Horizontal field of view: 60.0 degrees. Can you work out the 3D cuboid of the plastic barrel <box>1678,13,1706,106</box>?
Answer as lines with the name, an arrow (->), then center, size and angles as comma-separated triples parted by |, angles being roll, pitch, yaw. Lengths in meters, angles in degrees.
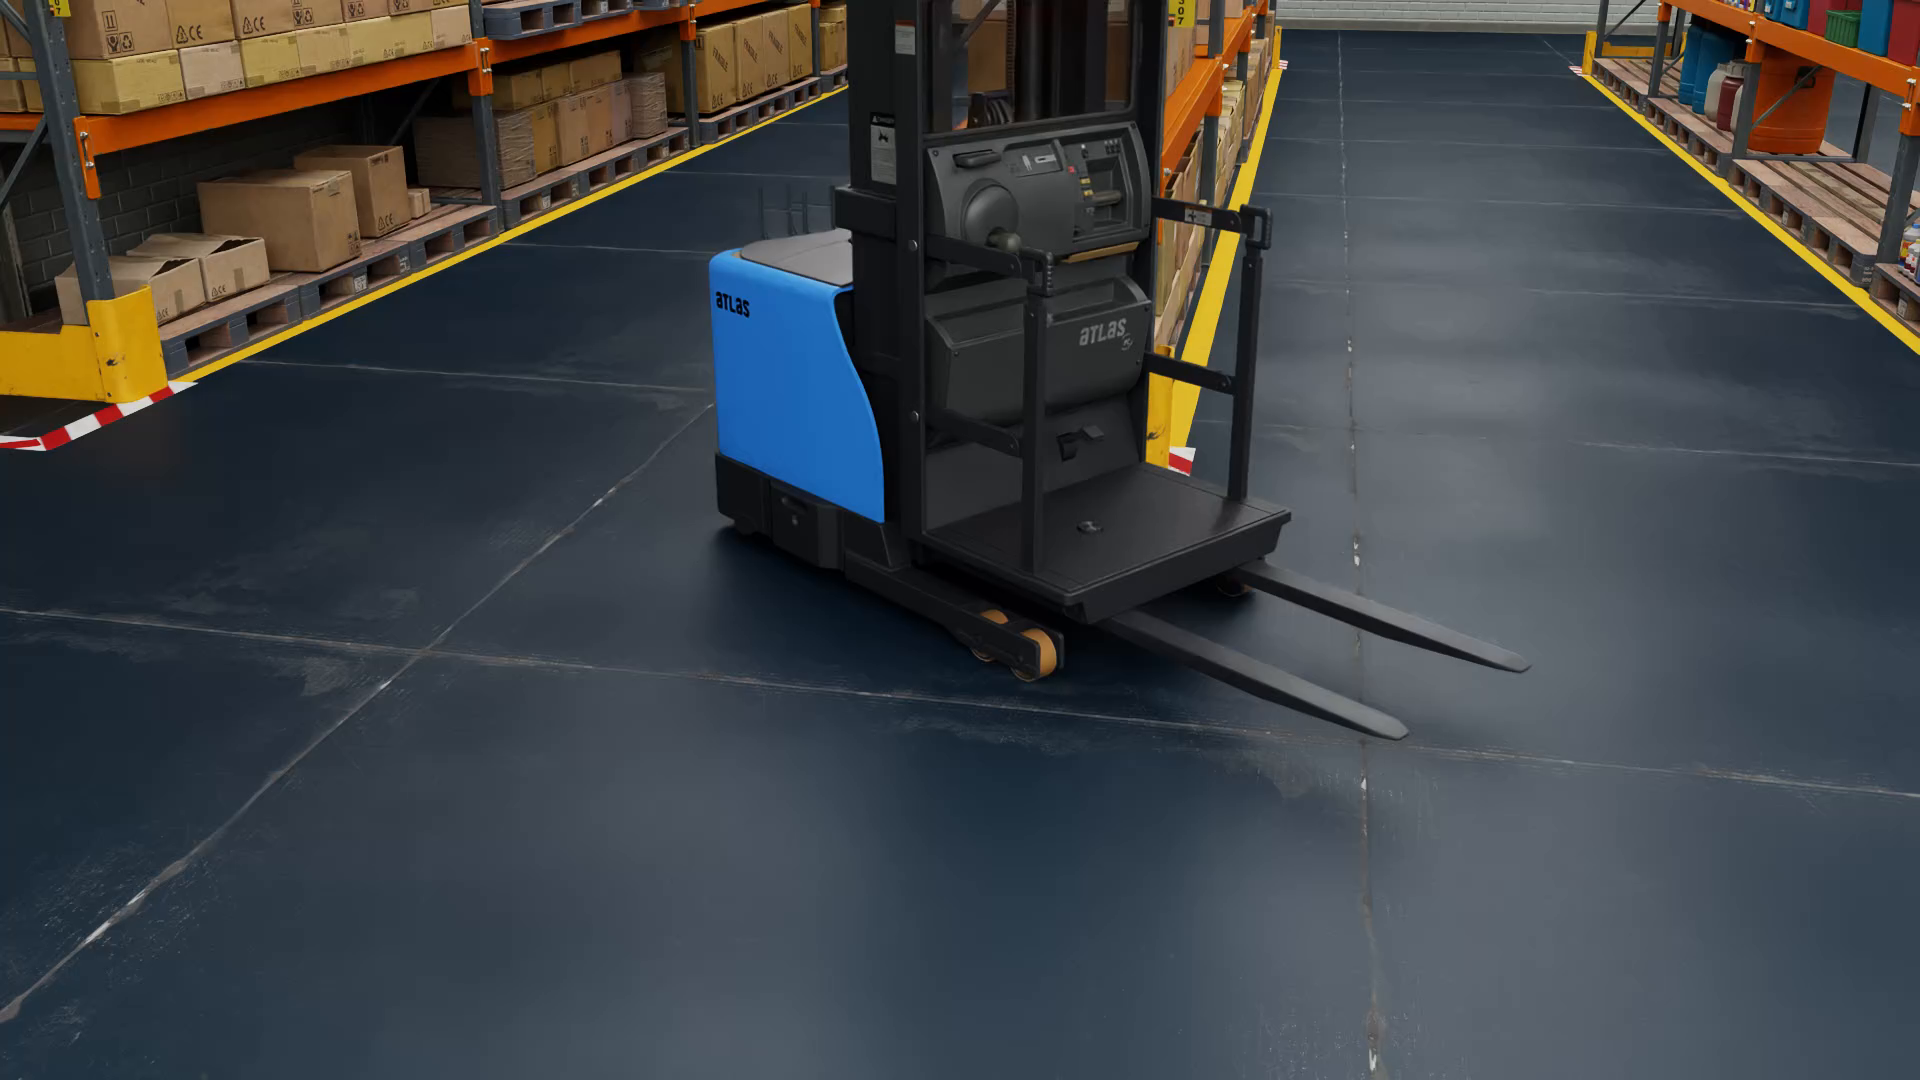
plastic barrel -> 7.484, -4.779, 16.451 | 0.600, 0.901, 0.708 | 4, 22, 11

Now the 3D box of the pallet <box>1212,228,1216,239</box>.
pallet -> 1.243, -2.187, 11.502 | 1.003, 0.211, 1.213 | 4, 22, 11

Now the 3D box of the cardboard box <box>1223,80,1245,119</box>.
cardboard box -> 2.081, -3.640, 13.745 | 0.500, 0.311, 0.500 | 5, 22, 12

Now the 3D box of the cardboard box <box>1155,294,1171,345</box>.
cardboard box -> 0.740, -1.027, 8.007 | 0.500, 0.250, 0.500 | 4, 22, 11

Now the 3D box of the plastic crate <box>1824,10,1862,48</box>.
plastic crate -> 6.058, -3.390, 11.038 | 0.450, 0.188, 0.662 | 4, 22, 11

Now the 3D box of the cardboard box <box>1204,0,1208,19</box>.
cardboard box -> 1.513, -3.910, 11.914 | 0.500, 0.500, 0.500 | 4, 22, 11

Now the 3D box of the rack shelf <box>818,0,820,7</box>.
rack shelf -> -1.679, -6.908, 20.454 | 1.077, 0.370, 4.000 | 4, 22, 11

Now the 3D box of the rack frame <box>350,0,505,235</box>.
rack frame -> -3.720, -3.585, 11.239 | 1.000, 3.000, 0.127 | 4, 22, 11

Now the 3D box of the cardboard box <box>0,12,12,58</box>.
cardboard box -> -4.648, -2.598, 7.959 | 0.500, 0.500, 0.500 | 4, 22, 10

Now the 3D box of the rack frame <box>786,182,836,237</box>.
rack frame -> -0.598, -0.865, 6.881 | 0.240, 1.200, 0.006 | 11, 22, 30

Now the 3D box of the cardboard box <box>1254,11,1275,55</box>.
cardboard box -> 3.709, -6.424, 21.046 | 0.500, 0.500, 0.500 | 4, 22, 11

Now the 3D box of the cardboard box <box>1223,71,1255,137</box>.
cardboard box -> 2.320, -3.861, 14.681 | 0.500, 0.500, 0.500 | 5, 23, 13

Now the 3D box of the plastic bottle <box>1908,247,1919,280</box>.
plastic bottle -> 5.443, -1.578, 9.413 | 0.097, 0.201, 0.097 | 0, 22, 0

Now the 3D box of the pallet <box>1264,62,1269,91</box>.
pallet -> 3.151, -5.539, 19.825 | 1.003, 0.211, 1.213 | 4, 22, 11

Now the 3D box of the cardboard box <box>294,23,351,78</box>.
cardboard box -> -3.818, -2.777, 9.408 | 0.500, 0.250, 0.500 | 5, 22, 11

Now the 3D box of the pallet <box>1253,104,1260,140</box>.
pallet -> 2.387, -4.093, 16.234 | 1.003, 0.211, 1.213 | 4, 22, 11

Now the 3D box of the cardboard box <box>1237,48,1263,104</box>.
cardboard box -> 2.731, -4.613, 16.549 | 0.500, 0.500, 0.500 | 5, 22, 12

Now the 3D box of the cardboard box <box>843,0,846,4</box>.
cardboard box -> -1.640, -6.830, 21.213 | 0.380, 0.149, 0.250 | 5, 22, 11

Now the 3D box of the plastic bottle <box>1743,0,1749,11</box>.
plastic bottle -> 6.507, -4.503, 13.676 | 0.061, 0.283, 0.133 | 4, 22, 11

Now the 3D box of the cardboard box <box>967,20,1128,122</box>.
cardboard box -> 0.422, -1.962, 7.075 | 0.700, 0.500, 0.500 | 4, 22, 11

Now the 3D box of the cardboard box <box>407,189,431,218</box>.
cardboard box -> -3.799, -2.277, 11.195 | 0.380, 0.166, 0.250 | 2, 22, 4

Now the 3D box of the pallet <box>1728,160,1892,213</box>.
pallet -> 6.599, -2.719, 12.821 | 1.003, 0.211, 1.213 | 4, 22, 11

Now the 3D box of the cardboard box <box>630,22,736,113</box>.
cardboard box -> -2.625, -4.504, 15.838 | 0.750, 0.750, 0.750 | 4, 22, 10

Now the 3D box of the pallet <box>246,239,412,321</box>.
pallet -> -4.069, -1.595, 10.032 | 1.003, 0.211, 1.213 | 4, 22, 11

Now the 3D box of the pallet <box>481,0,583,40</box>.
pallet -> -3.421, -3.764, 11.941 | 1.003, 0.211, 1.213 | 4, 22, 11

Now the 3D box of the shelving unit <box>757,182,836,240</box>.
shelving unit -> -0.646, -0.839, 6.808 | 0.258, 1.200, 0.189 | 11, 22, 30

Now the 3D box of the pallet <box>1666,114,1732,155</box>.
pallet -> 7.166, -3.735, 15.346 | 1.003, 0.211, 1.213 | 4, 22, 11

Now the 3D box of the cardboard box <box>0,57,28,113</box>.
cardboard box -> -4.630, -2.247, 8.092 | 0.500, 0.250, 0.500 | 5, 22, 12

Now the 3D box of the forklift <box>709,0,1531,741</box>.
forklift -> 0.414, -1.127, 5.227 | 1.130, 2.935, 3.031 | -18, 28, -38

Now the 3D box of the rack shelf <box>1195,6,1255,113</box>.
rack shelf -> 1.539, -3.606, 12.255 | 1.077, 0.370, 4.000 | 4, 22, 11

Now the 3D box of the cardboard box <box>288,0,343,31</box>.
cardboard box -> -3.828, -3.119, 9.254 | 0.500, 0.500, 0.500 | 5, 23, 13

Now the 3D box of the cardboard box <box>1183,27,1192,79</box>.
cardboard box -> 0.945, -2.899, 9.402 | 0.700, 0.500, 0.500 | 4, 22, 10

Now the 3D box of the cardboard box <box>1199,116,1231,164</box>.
cardboard box -> 1.671, -2.892, 11.887 | 0.500, 0.311, 0.500 | 4, 22, 9

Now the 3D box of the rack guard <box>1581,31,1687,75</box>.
rack guard -> 8.420, -6.068, 20.752 | 1.175, 0.500, 0.348 | 4, 22, 11

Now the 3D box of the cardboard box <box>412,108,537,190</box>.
cardboard box -> -3.586, -2.900, 12.295 | 0.700, 0.500, 0.500 | 5, 23, 13

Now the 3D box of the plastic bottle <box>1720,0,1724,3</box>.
plastic bottle -> 6.693, -4.837, 14.504 | 0.061, 0.283, 0.133 | 4, 22, 11

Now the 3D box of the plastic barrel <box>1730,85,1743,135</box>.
plastic barrel -> 6.906, -3.727, 14.360 | 0.421, 0.512, 0.421 | 0, 22, 0

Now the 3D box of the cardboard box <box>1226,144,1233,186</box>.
cardboard box -> 1.769, -2.819, 12.456 | 0.500, 0.250, 0.500 | 5, 22, 12

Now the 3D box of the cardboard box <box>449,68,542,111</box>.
cardboard box -> -3.499, -3.409, 12.556 | 0.500, 0.250, 0.500 | 4, 22, 10

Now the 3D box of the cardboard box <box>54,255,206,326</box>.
cardboard box -> -4.307, -1.325, 8.638 | 0.500, 0.311, 0.500 | 2, 22, 5

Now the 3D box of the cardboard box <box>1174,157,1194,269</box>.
cardboard box -> 0.950, -1.740, 8.774 | 0.500, 0.500, 0.500 | 4, 22, 11

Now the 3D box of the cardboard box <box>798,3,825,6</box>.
cardboard box -> -1.847, -6.456, 20.284 | 0.380, 0.149, 0.250 | 5, 22, 11

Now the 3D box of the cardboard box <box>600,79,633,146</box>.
cardboard box -> -3.218, -3.645, 14.147 | 0.700, 0.500, 0.500 | 4, 22, 11

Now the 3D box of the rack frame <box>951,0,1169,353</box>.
rack frame -> 0.314, -1.746, 6.673 | 1.000, 3.000, 0.127 | 4, 22, 11

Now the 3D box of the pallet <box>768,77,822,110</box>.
pallet -> -2.171, -4.929, 18.310 | 1.003, 0.211, 1.213 | 4, 22, 11

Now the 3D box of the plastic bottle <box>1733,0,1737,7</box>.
plastic bottle -> 6.608, -4.613, 14.058 | 0.097, 0.201, 0.097 | 0, 22, 0

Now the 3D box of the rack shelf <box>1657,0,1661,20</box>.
rack shelf -> 8.020, -6.153, 18.579 | 1.077, 0.370, 4.000 | 4, 22, 11

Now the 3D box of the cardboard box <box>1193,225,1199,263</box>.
cardboard box -> 1.138, -1.759, 9.825 | 0.500, 0.250, 0.500 | 4, 22, 11

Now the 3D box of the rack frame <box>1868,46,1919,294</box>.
rack frame -> 5.979, -2.829, 9.364 | 1.000, 3.000, 0.127 | 4, 22, 11

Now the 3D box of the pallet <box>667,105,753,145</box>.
pallet -> -2.669, -4.037, 16.094 | 1.003, 0.211, 1.213 | 4, 22, 11
